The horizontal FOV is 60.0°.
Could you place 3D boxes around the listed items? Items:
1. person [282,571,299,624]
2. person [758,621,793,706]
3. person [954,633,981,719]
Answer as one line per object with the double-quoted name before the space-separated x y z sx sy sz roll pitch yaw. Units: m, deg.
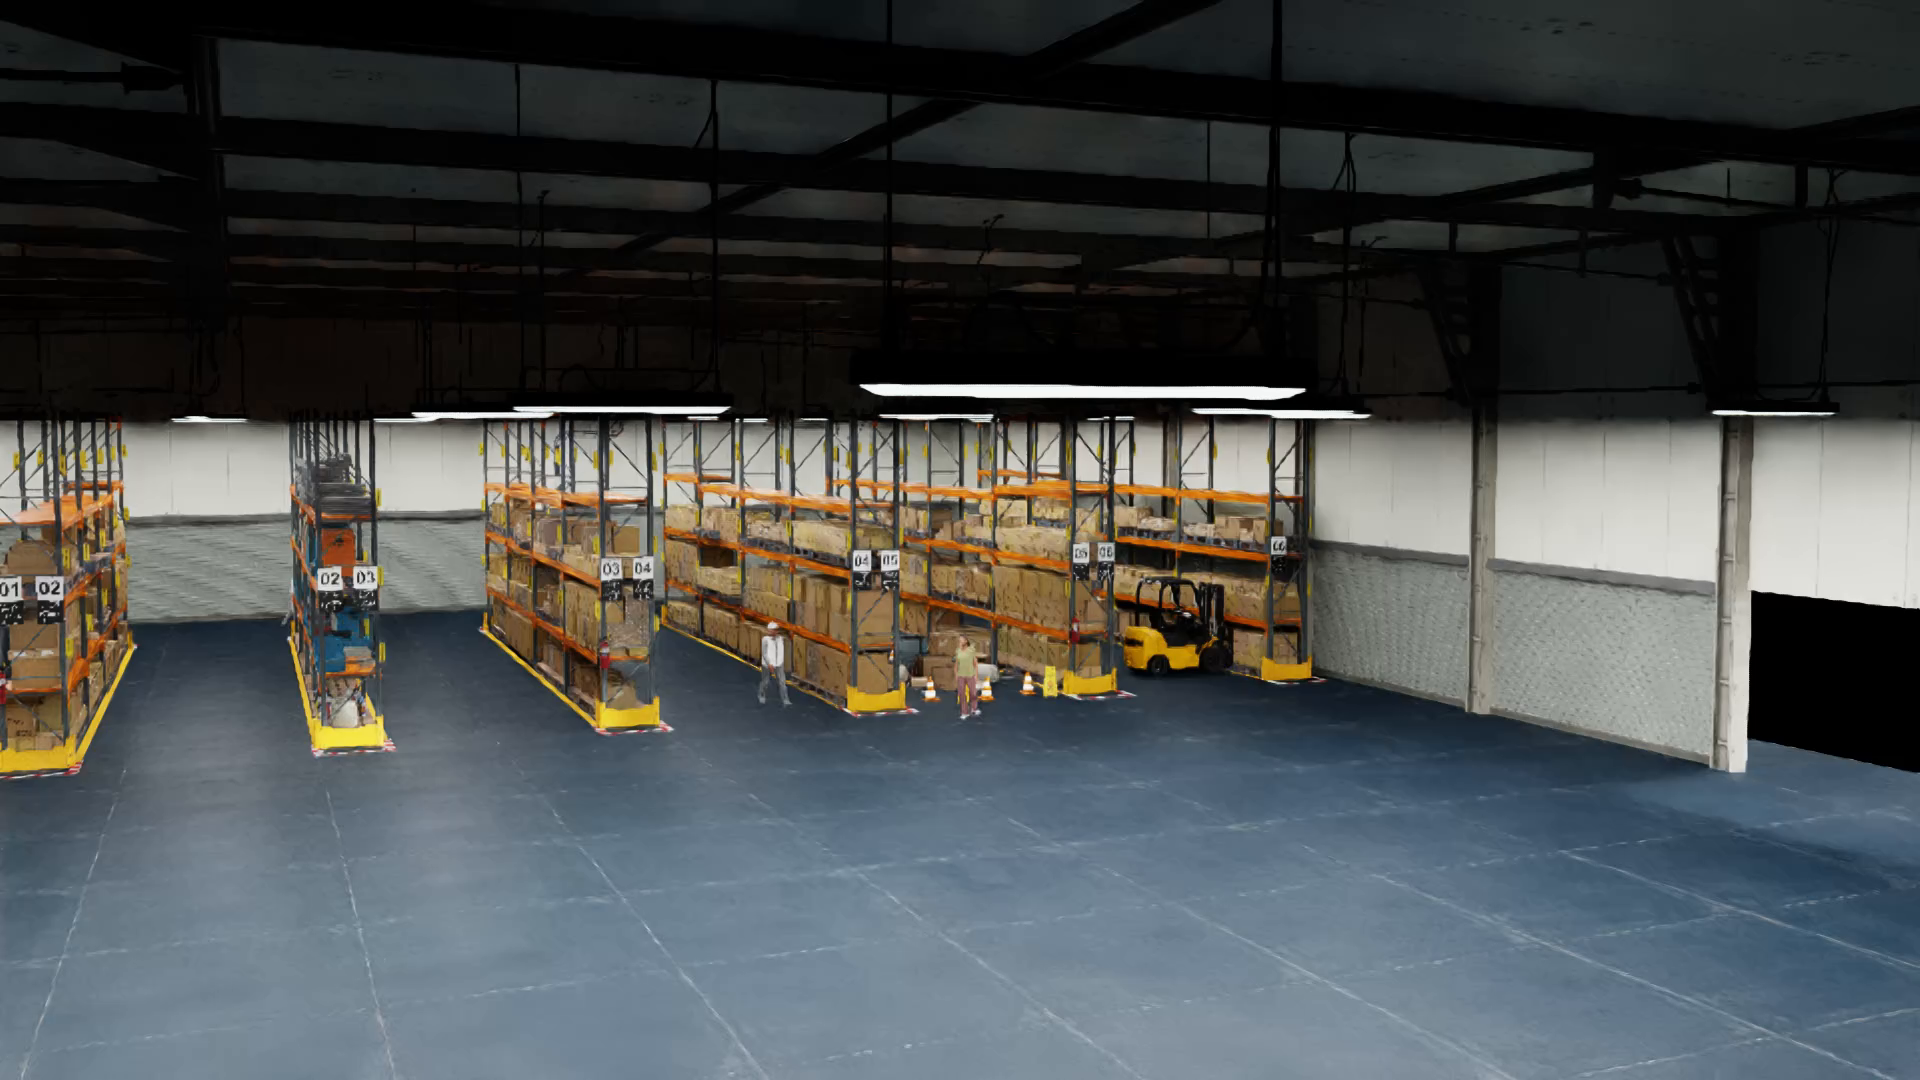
"person" -18.941 1.634 47.190 0.472 1.576 0.589 2 4 22
"person" -3.787 2.498 33.677 0.538 1.715 1.026 -2 5 -31
"person" 0.147 2.630 32.392 0.511 1.661 0.541 1 4 13
